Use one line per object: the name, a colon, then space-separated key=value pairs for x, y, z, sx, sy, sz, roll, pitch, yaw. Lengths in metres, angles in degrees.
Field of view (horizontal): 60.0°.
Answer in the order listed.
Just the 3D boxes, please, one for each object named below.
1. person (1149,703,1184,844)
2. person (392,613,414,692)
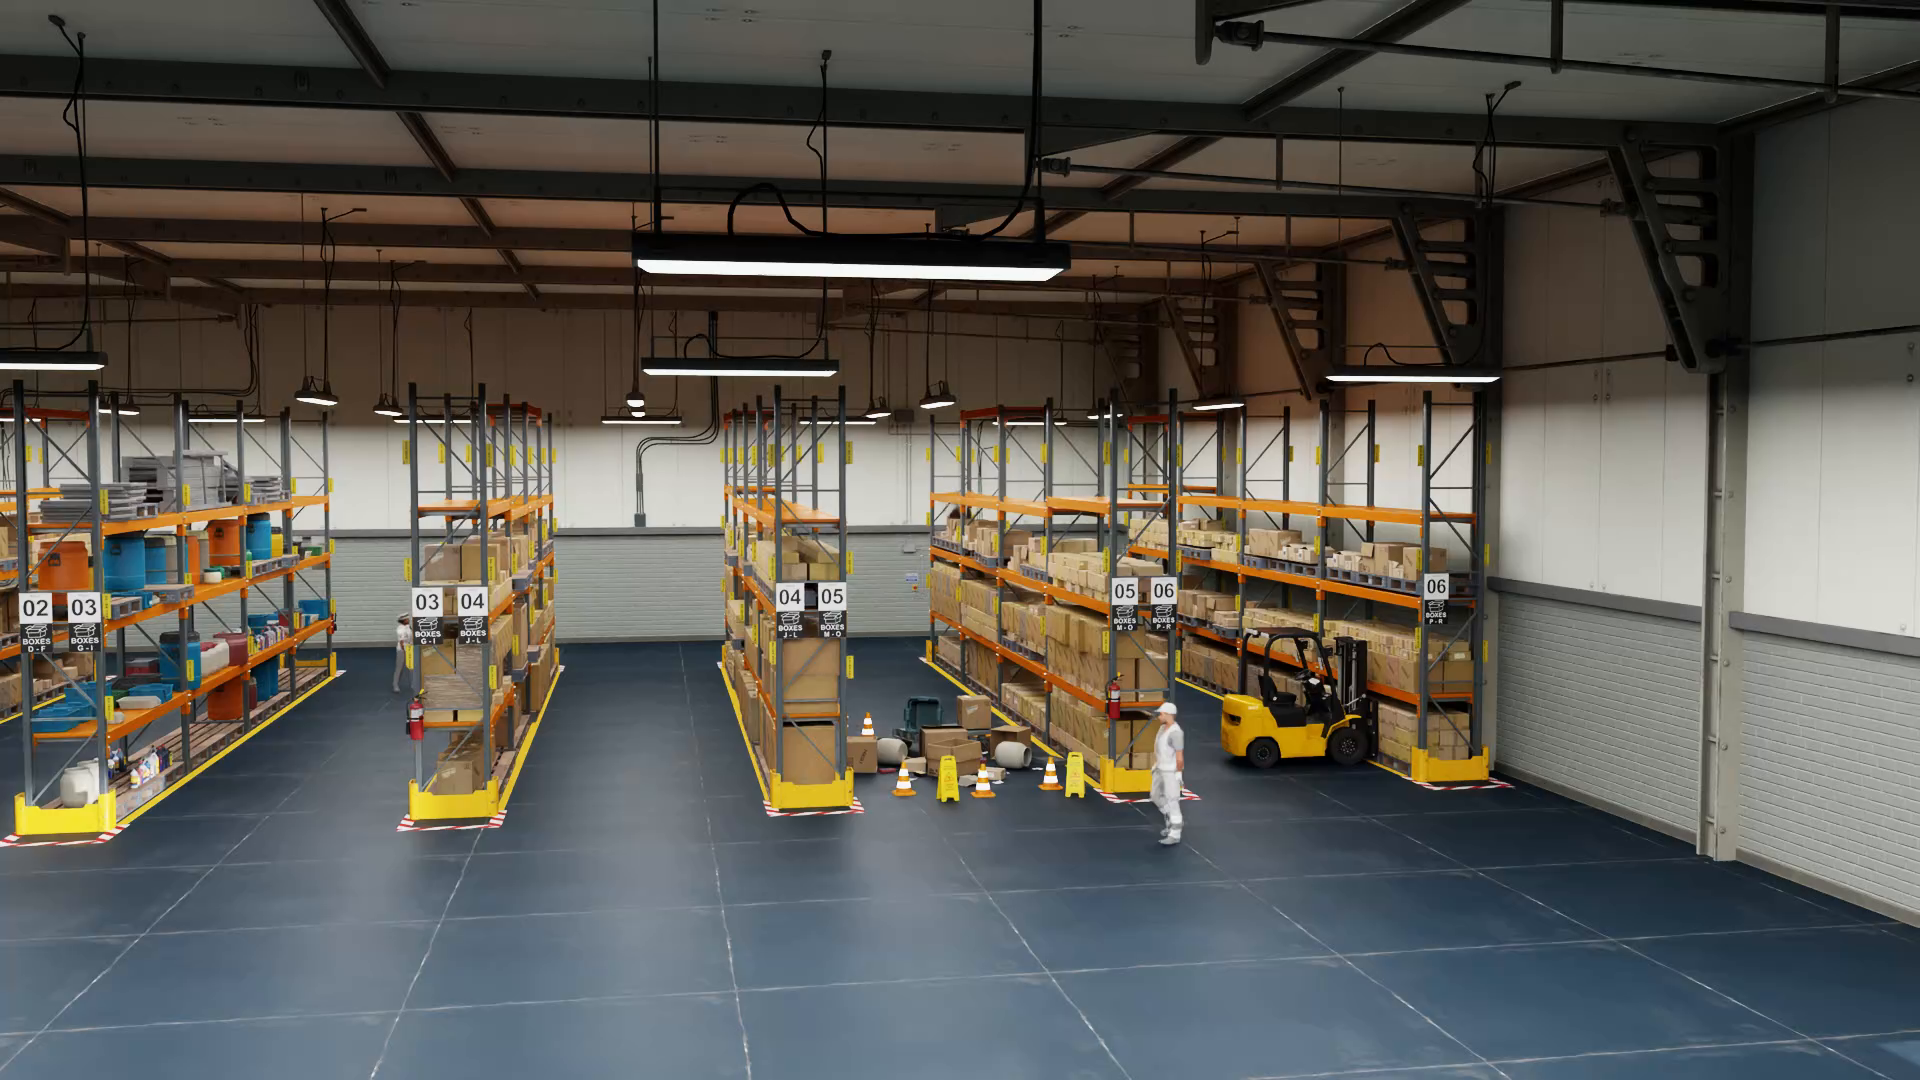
person: x=2.708 y=2.995 z=21.536 sx=0.455 sy=1.793 sz=0.580 roll=-1 pitch=3 yaw=-17
person: x=-11.777 y=2.396 z=35.428 sx=0.504 sy=1.721 sz=0.633 roll=1 pitch=3 yaw=17
